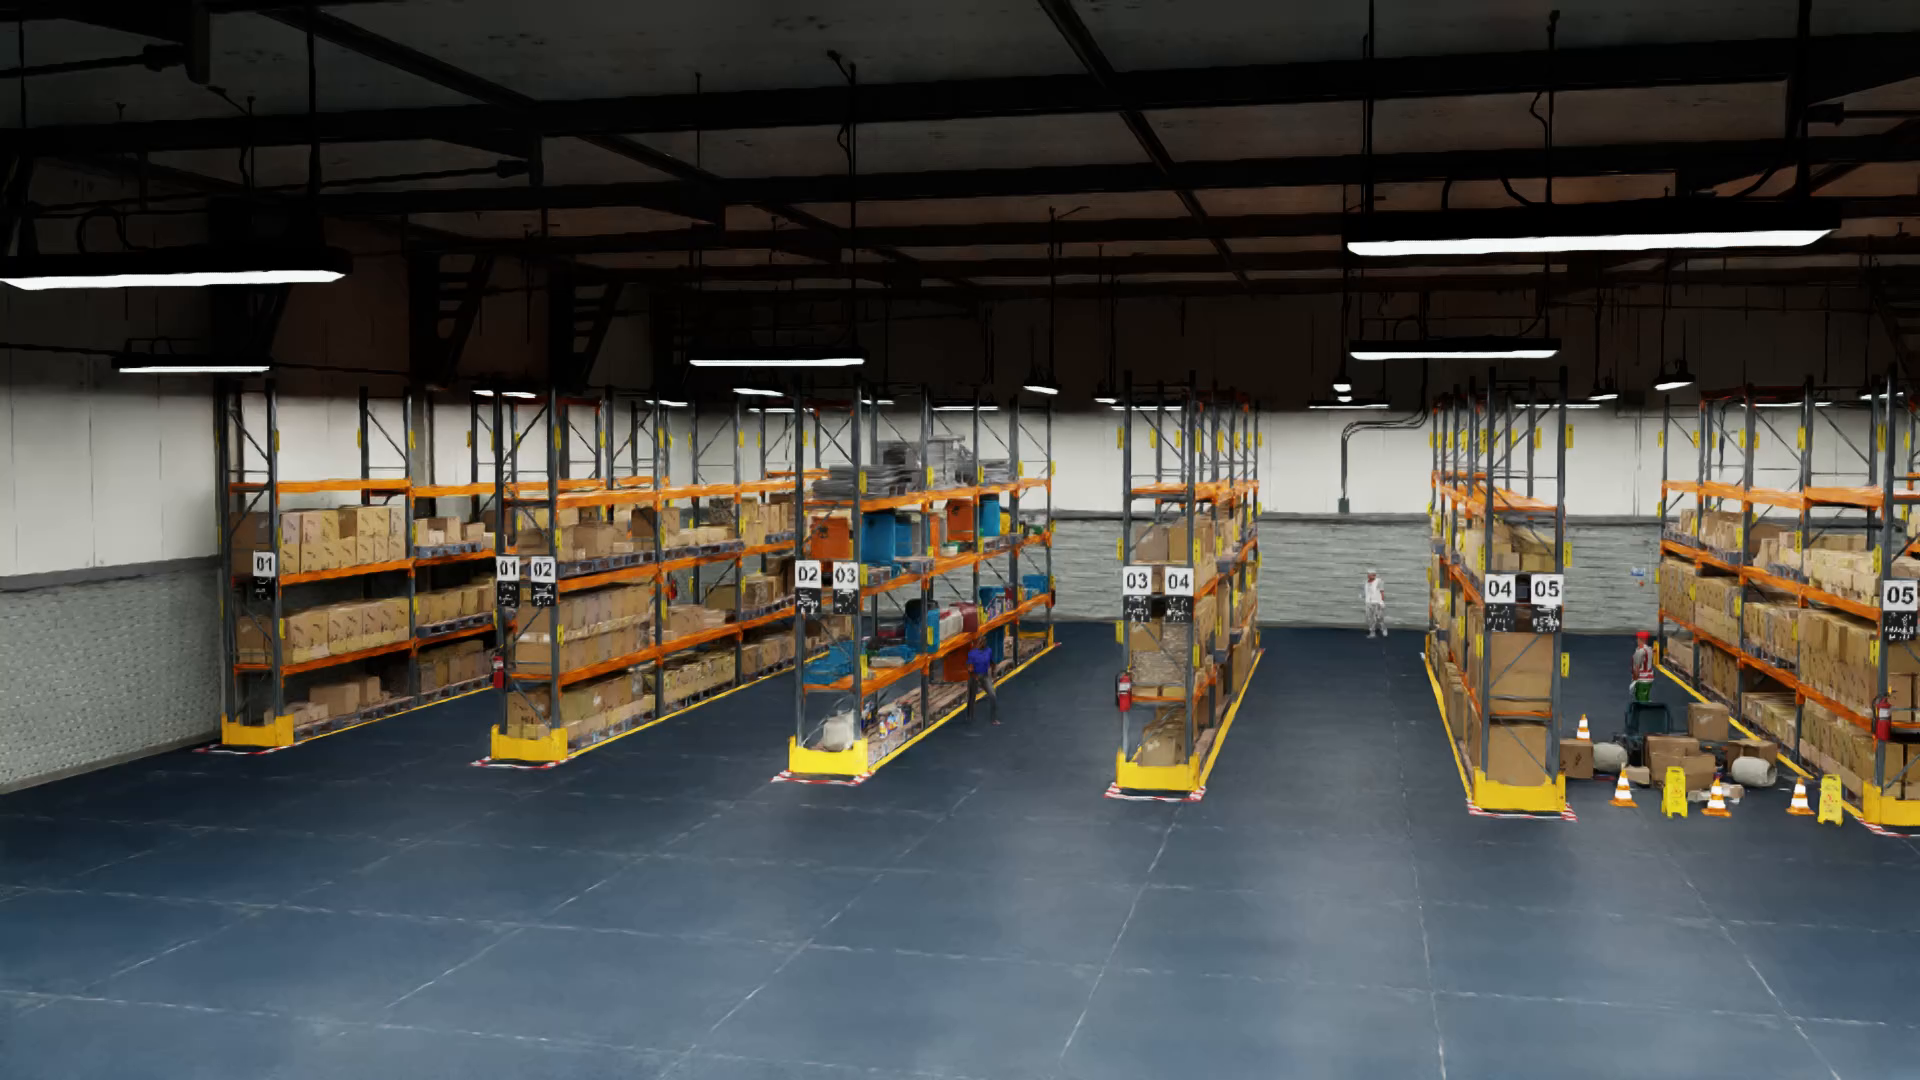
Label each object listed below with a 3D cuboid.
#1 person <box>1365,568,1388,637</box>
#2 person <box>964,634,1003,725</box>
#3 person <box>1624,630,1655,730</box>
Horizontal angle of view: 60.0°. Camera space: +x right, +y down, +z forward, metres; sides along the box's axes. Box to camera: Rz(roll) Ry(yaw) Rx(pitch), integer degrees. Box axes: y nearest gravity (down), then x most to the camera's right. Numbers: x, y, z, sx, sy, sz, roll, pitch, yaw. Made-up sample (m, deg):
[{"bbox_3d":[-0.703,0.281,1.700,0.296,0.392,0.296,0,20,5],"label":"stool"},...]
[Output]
[{"bbox_3d":[10.590,1.583,42.342,0.572,1.771,0.595,-3,5,-41],"label":"person"},{"bbox_3d":[0.386,2.474,29.306,0.625,1.529,0.799,-1,3,-9],"label":"person"},{"bbox_3d":[11.532,2.406,28.192,0.547,1.782,0.646,3,5,42],"label":"person"}]
